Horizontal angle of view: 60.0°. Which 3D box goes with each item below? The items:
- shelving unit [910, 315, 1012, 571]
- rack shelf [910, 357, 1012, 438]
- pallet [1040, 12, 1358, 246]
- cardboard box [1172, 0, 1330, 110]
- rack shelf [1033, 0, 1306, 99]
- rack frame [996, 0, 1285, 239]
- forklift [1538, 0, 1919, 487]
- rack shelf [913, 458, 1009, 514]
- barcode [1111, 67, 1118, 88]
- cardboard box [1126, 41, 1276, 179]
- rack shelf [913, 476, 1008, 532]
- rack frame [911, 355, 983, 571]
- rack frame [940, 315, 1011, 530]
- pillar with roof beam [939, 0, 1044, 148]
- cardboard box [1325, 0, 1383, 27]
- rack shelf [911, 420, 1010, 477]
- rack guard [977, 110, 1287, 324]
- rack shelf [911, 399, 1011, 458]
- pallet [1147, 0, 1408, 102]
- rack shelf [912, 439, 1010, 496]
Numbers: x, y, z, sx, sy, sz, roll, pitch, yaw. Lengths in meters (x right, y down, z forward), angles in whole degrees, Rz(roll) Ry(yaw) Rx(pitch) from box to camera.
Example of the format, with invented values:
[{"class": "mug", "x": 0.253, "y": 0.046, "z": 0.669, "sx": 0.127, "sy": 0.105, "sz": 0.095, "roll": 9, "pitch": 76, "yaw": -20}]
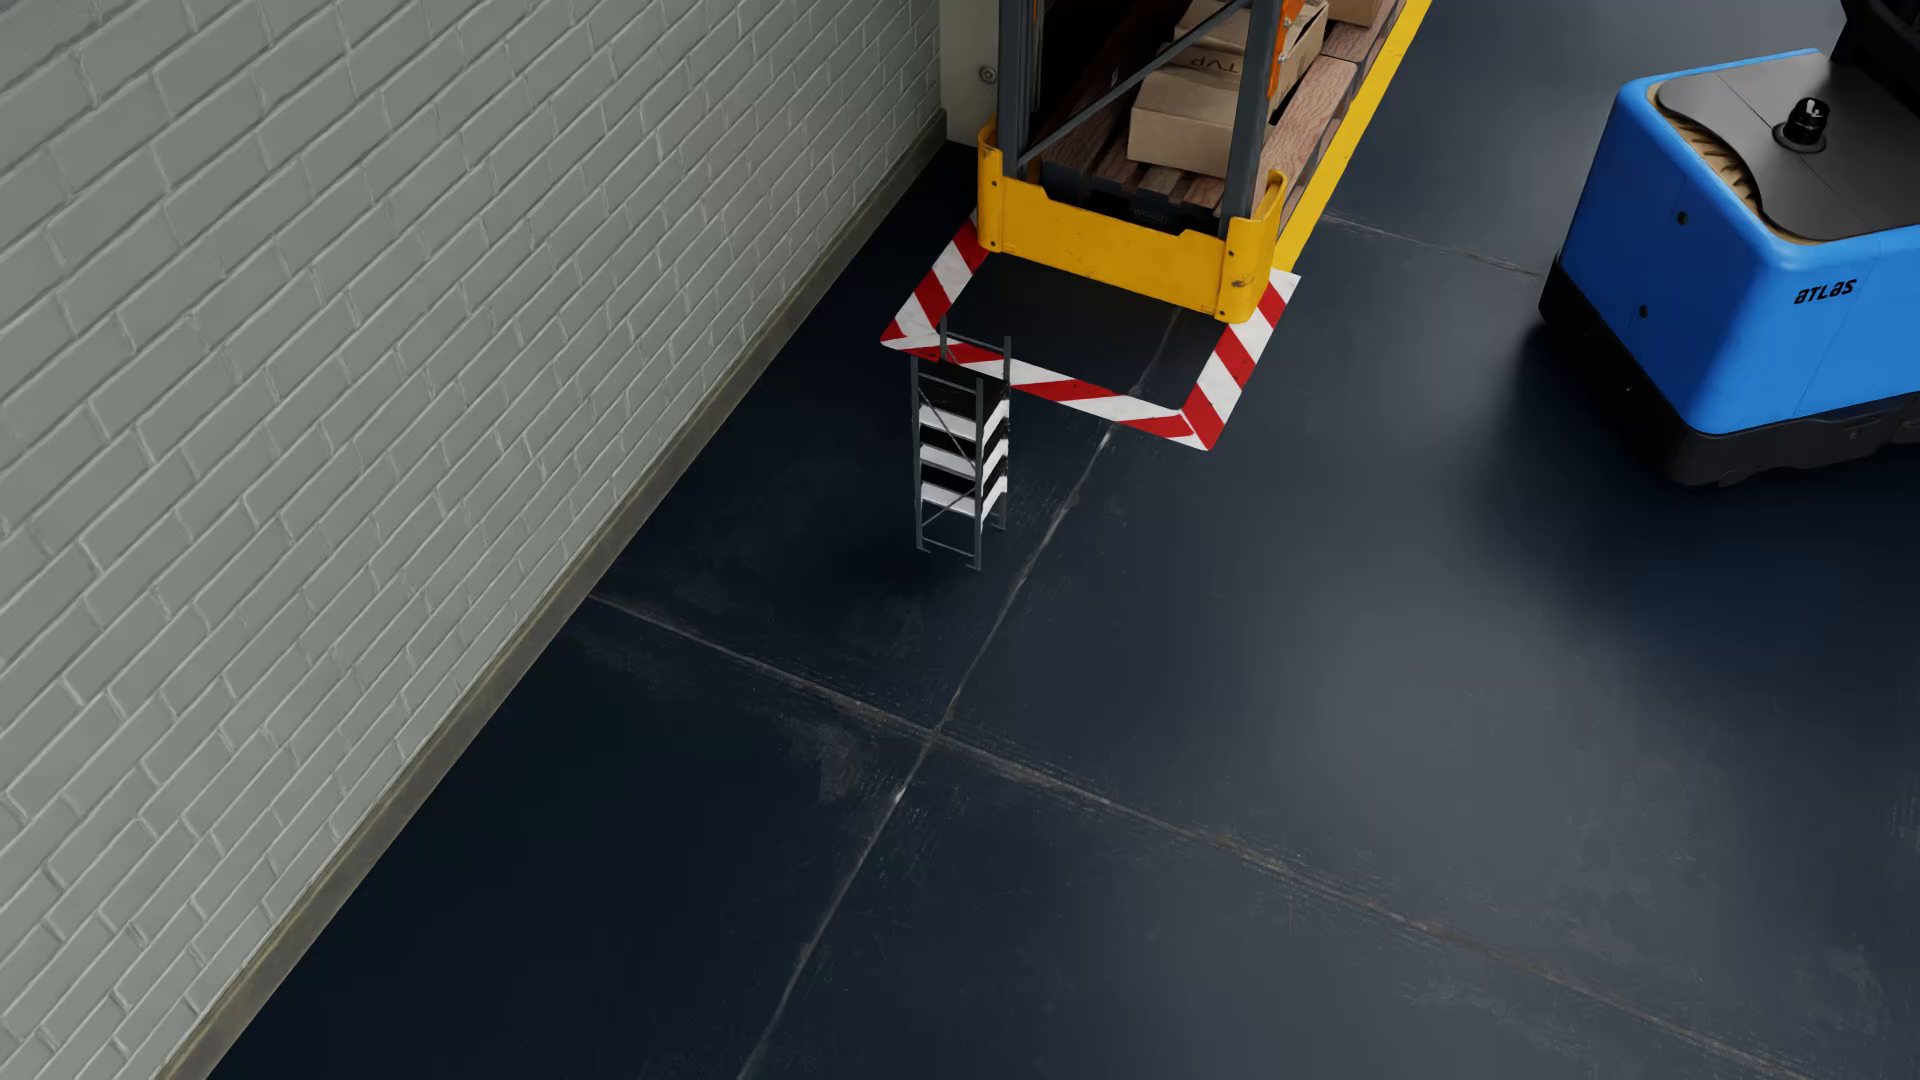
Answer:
[{"class": "shelving unit", "x": 0.003, "y": -0.297, "z": 5.412, "sx": 0.258, "sy": 0.900, "sz": 0.210, "roll": 20, "pitch": 52, "yaw": 16}, {"class": "rack shelf", "x": 0.003, "y": -0.451, "z": 5.232, "sx": 0.258, "sy": 0.077, "sz": 0.200, "roll": 20, "pitch": 52, "yaw": 16}, {"class": "pallet", "x": 1.028, "y": -1.748, "z": 7.099, "sx": 1.003, "sy": 0.211, "sz": 1.213, "roll": 20, "pitch": 52, "yaw": 16}, {"class": "cardboard box", "x": 1.237, "y": -2.162, "z": 7.097, "sx": 0.500, "sy": 0.311, "sz": 0.500, "roll": 24, "pitch": 54, "yaw": 19}, {"class": "rack shelf", "x": 1.471, "y": -3.195, "z": 6.972, "sx": 1.077, "sy": 0.370, "sz": 4.000, "roll": 20, "pitch": 52, "yaw": 16}, {"class": "rack frame", "x": 0.617, "y": -2.051, "z": 5.526, "sx": 1.000, "sy": 3.000, "sz": 0.127, "roll": 20, "pitch": 52, "yaw": 16}, {"class": "forklift", "x": 3.805, "y": -1.774, "z": 5.335, "sx": 3.031, "sy": 2.935, "sz": 1.130, "roll": -12, "pitch": 51, "yaw": -10}, {"class": "rack shelf", "x": 0.003, "y": -0.217, "z": 5.506, "sx": 0.258, "sy": 0.077, "sz": 0.200, "roll": 20, "pitch": 52, "yaw": 16}, {"class": "barcode", "x": 0.640, "y": -1.915, "z": 6.881, "sx": 0.001, "sy": 0.075, "sz": 0.075, "roll": 20, "pitch": 52, "yaw": 16}, {"class": "cardboard box", "x": 0.994, "y": -1.770, "z": 6.763, "sx": 0.500, "sy": 0.311, "sz": 0.500, "roll": 14, "pitch": 51, "yaw": 12}, {"class": "rack shelf", "x": 0.003, "y": -0.159, "z": 5.575, "sx": 0.258, "sy": 0.077, "sz": 0.200, "roll": 20, "pitch": 52, "yaw": 16}, {"class": "rack frame", "x": -0.040, "y": -0.227, "z": 5.352, "sx": 0.240, "sy": 0.900, "sz": 0.006, "roll": 20, "pitch": 52, "yaw": 16}, {"class": "rack frame", "x": 0.047, "y": -0.367, "z": 5.472, "sx": 0.240, "sy": 0.900, "sz": 0.006, "roll": 20, "pitch": 52, "yaw": 16}, {"class": "pillar with roof beam", "x": 4.026, "y": -3.358, "z": 2.699, "sx": 9.100, "sy": 9.000, "sz": 0.400, "roll": 20, "pitch": 52, "yaw": 16}, {"class": "cardboard box", "x": 1.596, "y": -2.712, "z": 7.441, "sx": 0.700, "sy": 0.500, "sz": 0.500, "roll": 17, "pitch": 52, "yaw": 14}, {"class": "rack shelf", "x": 0.003, "y": -0.334, "z": 5.369, "sx": 0.258, "sy": 0.077, "sz": 0.200, "roll": 20, "pitch": 52, "yaw": 16}, {"class": "rack guard", "x": 0.649, "y": -1.293, "z": 6.522, "sx": 1.175, "sy": 0.500, "sz": 0.348, "roll": 20, "pitch": 52, "yaw": 16}, {"class": "rack shelf", "x": 0.003, "y": -0.392, "z": 5.300, "sx": 0.258, "sy": 0.077, "sz": 0.200, "roll": 20, "pitch": 52, "yaw": 16}, {"class": "pallet", "x": 1.551, "y": -2.585, "z": 7.811, "sx": 1.003, "sy": 0.211, "sz": 1.213, "roll": 20, "pitch": 52, "yaw": 16}, {"class": "rack shelf", "x": 0.003, "y": -0.276, "z": 5.437, "sx": 0.258, "sy": 0.077, "sz": 0.200, "roll": 20, "pitch": 52, "yaw": 16}]
